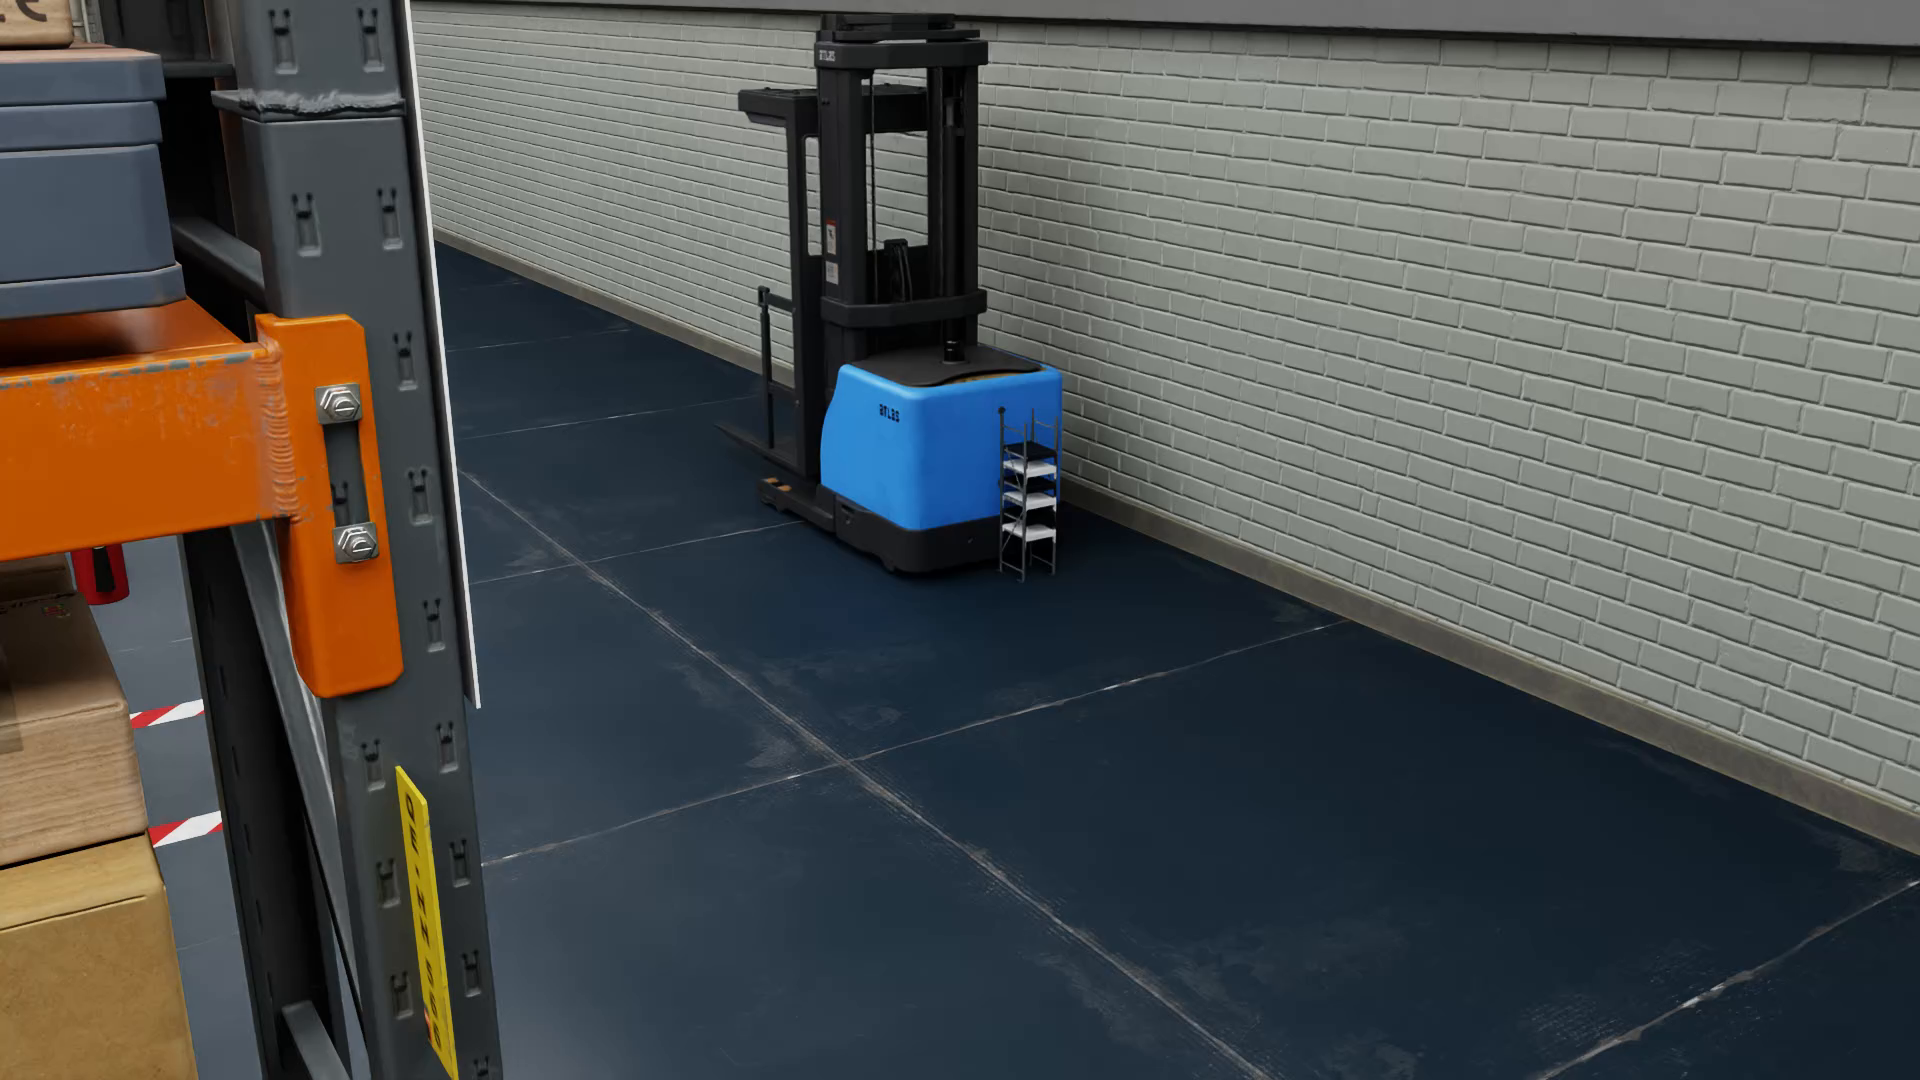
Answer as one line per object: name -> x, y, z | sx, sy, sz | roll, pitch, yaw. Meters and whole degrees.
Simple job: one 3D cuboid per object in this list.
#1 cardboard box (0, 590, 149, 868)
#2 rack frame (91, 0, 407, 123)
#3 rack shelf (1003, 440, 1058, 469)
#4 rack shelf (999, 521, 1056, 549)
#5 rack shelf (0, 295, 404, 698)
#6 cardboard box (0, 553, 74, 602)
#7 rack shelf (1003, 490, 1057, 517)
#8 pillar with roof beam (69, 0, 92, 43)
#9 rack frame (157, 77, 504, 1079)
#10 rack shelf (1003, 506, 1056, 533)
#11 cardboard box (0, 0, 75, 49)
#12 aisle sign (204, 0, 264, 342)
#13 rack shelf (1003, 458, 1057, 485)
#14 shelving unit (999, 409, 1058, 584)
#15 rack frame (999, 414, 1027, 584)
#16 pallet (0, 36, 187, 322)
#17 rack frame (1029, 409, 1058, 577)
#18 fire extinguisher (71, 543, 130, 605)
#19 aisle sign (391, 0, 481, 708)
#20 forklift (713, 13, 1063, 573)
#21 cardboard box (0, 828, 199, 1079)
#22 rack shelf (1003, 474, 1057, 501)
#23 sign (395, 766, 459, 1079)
cardboard box -> -1.026, 0.198, 1.746 | 0.250, 0.149, 0.380 | -12, 22, -31
rack frame -> -0.836, -1.933, 1.411 | 0.127, 3.000, 1.000 | -12, 22, -31
rack shelf -> 0.371, -0.463, 8.971 | 0.200, 0.077, 0.258 | -12, 22, -31
rack shelf -> 0.371, -0.037, 9.116 | 0.200, 0.077, 0.258 | -12, 22, -31
rack shelf -> -2.506, 0.181, 0.964 | 4.000, 0.370, 1.077 | -12, 22, -31
cardboard box -> -1.285, 0.069, 2.125 | 0.250, 0.149, 0.380 | -11, 22, -30
rack shelf -> 0.371, -0.208, 9.058 | 0.200, 0.077, 0.258 | -12, 22, -31
pillar with roof beam -> -10.312, -8.114, 19.693 | 0.400, 9.000, 9.100 | -12, 22, -31
rack frame -> -0.836, 0.909, 2.371 | 0.127, 3.000, 1.000 | -12, 22, -31
rack shelf -> 0.371, -0.122, 9.087 | 0.200, 0.077, 0.258 | -12, 22, -31
cardboard box -> -1.162, -0.584, 1.526 | 0.500, 0.250, 0.500 | -14, 23, -36
aisle sign -> -0.935, -0.412, 2.222 | 0.004, 0.787, 0.394 | -12, 22, -31
rack shelf -> 0.371, -0.378, 9.000 | 0.200, 0.077, 0.258 | -12, 22, -31
shelving unit -> 0.371, -0.239, 9.047 | 0.210, 0.900, 0.258 | -12, 22, -31
rack frame -> 0.285, -0.221, 8.995 | 0.006, 0.900, 0.240 | -12, 22, -31
pallet -> -1.450, -0.336, 1.510 | 1.213, 0.211, 1.003 | -12, 22, -31
rack frame -> 0.456, -0.257, 9.100 | 0.006, 0.900, 0.240 | -12, 22, -31
fire extinguisher -> -3.179, -0.105, 6.073 | 0.183, 0.674, 0.296 | -12, 22, -31
aisle sign -> -0.605, -0.252, 1.747 | 0.004, 0.787, 0.394 | -12, 22, -31
forklift -> -0.618, -1.630, 9.990 | 1.130, 2.935, 3.031 | -11, 22, -30
cardboard box -> -1.108, 0.537, 1.756 | 0.500, 0.500, 0.500 | -11, 22, -30
rack shelf -> 0.371, -0.293, 9.029 | 0.200, 0.077, 0.258 | -12, 22, -31
sign -> -0.549, 0.396, 1.712 | 0.005, 0.325, 0.100 | -12, 22, -31
